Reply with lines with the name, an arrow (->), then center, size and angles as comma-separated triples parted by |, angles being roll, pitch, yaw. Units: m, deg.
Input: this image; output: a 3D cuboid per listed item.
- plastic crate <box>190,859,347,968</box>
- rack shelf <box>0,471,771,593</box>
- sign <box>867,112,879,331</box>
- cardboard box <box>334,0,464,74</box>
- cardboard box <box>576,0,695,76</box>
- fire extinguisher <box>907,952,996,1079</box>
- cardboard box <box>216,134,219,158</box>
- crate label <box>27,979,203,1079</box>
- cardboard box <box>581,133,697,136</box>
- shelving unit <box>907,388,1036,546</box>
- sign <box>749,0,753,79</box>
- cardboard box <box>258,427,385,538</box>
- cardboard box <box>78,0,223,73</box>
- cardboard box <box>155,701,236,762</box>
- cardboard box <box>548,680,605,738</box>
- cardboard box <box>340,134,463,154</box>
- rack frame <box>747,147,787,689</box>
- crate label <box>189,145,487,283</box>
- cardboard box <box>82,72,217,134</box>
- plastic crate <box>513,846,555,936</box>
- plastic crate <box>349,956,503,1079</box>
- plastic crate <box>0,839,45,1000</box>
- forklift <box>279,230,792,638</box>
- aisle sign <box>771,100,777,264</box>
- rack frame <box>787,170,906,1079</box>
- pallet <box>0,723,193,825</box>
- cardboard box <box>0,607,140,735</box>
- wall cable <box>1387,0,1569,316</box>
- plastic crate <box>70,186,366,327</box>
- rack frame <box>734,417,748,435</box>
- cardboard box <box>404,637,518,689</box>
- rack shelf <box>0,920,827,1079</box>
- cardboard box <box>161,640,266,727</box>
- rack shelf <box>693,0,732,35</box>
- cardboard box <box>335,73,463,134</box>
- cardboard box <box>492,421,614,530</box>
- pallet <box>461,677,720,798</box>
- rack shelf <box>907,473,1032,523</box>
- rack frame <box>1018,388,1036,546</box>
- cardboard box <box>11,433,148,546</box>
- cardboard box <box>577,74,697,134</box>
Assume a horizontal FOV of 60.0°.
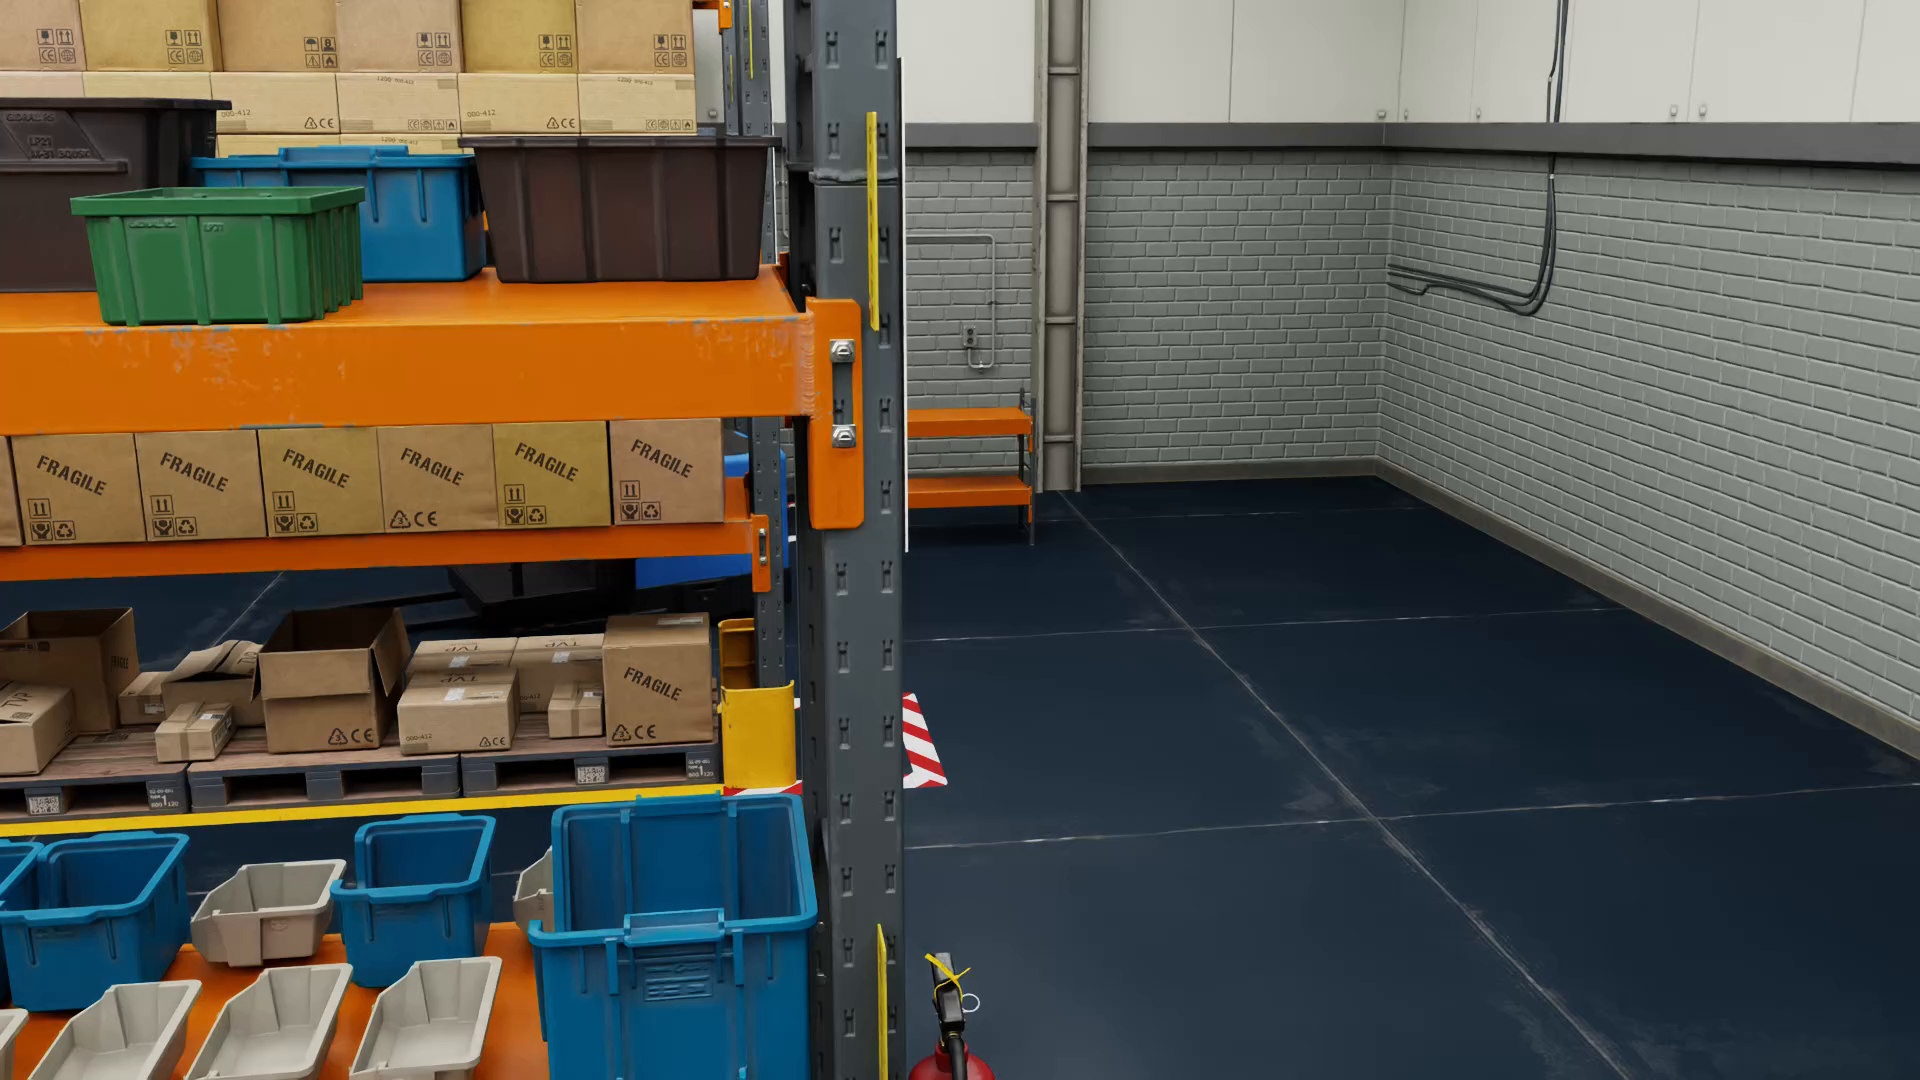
plastic crate -> -1.526, 0.829, 3.670 | 0.298, 0.136, 0.250 | -2, 14, -8
rack shelf -> -2.944, 0.014, 7.980 | 4.000, 0.370, 1.077 | -2, 14, -8
sign -> -0.134, -0.489, 2.553 | 0.005, 0.325, 0.100 | -2, 14, -8
cardboard box -> -2.457, -2.332, 7.427 | 0.500, 0.500, 0.700 | -2, 14, -8
cardboard box -> -1.472, -2.374, 7.593 | 0.500, 0.500, 0.700 | -2, 14, -8
fire extinguisher -> -0.015, 1.106, 3.071 | 0.183, 0.674, 0.296 | -2, 14, -8
cardboard box -> -3.414, -1.638, 7.229 | 0.500, 0.250, 0.500 | -2, 14, -8
crate label -> -1.572, 0.979, 3.072 | 0.243, 0.136, 0.396 | -2, 14, -8
cardboard box -> -1.435, -1.708, 7.508 | 0.500, 0.250, 0.500 | -2, 14, -8
shelving unit -> 0.007, -0.546, 12.586 | 1.048, 1.125, 0.538 | -2, 14, -8
sign -> -0.903, -2.158, 7.174 | 0.005, 0.325, 0.100 | -2, 14, -8
cardboard box -> -2.874, -0.320, 7.626 | 0.500, 0.500, 0.500 | -2, 14, -9
cardboard box -> -3.437, -2.282, 7.226 | 0.500, 0.500, 0.700 | -2, 14, -8
cardboard box -> -3.620, 0.901, 7.882 | 0.250, 0.166, 0.380 | -2, 14, -8
cardboard box -> -1.881, 0.825, 8.186 | 0.250, 0.166, 0.380 | -2, 14, -8
cardboard box -> -2.424, -1.671, 7.361 | 0.500, 0.250, 0.500 | -2, 14, -8
rack frame -> -0.966, -0.408, 8.182 | 0.127, 3.000, 1.000 | -2, 14, -8
crate label -> -1.193, -0.643, 3.260 | 0.502, 0.251, 0.408 | -2, 14, -8
cardboard box -> -3.413, -1.879, 7.163 | 0.500, 0.250, 0.500 | -2, 14, -8
plastic crate -> -0.855, 0.804, 3.768 | 0.298, 0.136, 0.250 | -2, 14, -8
plastic crate -> -1.011, 0.956, 3.163 | 0.243, 0.136, 0.396 | -2, 14, -8
plastic crate -> -2.124, 0.824, 3.490 | 0.300, 0.233, 0.416 | -2, 14, -8
forklift -> -2.637, -0.877, 10.193 | 3.031, 2.935, 1.130 | -8, 16, -28
aisle sign -> -0.853, -1.598, 7.581 | 0.004, 0.787, 0.394 | -2, 14, -8
rack frame -> -0.232, 0.784, 3.430 | 0.127, 3.000, 1.000 | -2, 14, -8
pallet -> -4.242, 1.065, 8.041 | 1.213, 0.211, 1.003 | -2, 14, -8
cardboard box -> -4.401, 0.647, 8.209 | 0.500, 0.500, 0.500 | -2, 14, -8
wall cable -> 3.938, -3.122, 13.055 | 0.112, 2.526, 3.097 | -2, 14, -8
plastic crate -> -1.165, -0.464, 2.675 | 0.336, 0.188, 0.450 | -2, 14, -8
rack frame -> -1.708, -1.599, 12.932 | 0.127, 3.000, 1.000 | -2, 14, -8
cardboard box -> -2.535, 0.700, 8.512 | 0.500, 0.250, 0.500 | -2, 14, -8
rack shelf -> -2.210, 1.205, 3.229 | 4.000, 0.370, 1.077 | -2, 14, -8
cardboard box -> -3.659, 0.712, 8.340 | 0.500, 0.311, 0.500 | -2, 14, -8
rack shelf -> -3.686, -3.894, 12.050 | 4.000, 0.370, 1.077 | -2, 14, -8
cardboard box -> -2.426, -1.917, 7.314 | 0.500, 0.250, 0.500 | -2, 14, -8
cardboard box -> -1.881, -0.355, 7.765 | 0.500, 0.500, 0.500 | -2, 14, -8
pallet -> -1.830, 0.977, 8.394 | 1.213, 0.211, 1.003 | -2, 14, -8
rack shelf -> 0.007, -0.309, 12.645 | 1.000, 0.278, 0.538 | -2, 14, -8
rack frame -> 0.509, -0.564, 12.659 | 0.032, 1.125, 0.500 | -2, 14, -8
cardboard box -> -3.871, -0.284, 7.481 | 0.500, 0.500, 0.500 | -2, 14, -7
cardboard box -> -1.436, -1.953, 7.455 | 0.500, 0.250, 0.500 | -2, 14, -8
